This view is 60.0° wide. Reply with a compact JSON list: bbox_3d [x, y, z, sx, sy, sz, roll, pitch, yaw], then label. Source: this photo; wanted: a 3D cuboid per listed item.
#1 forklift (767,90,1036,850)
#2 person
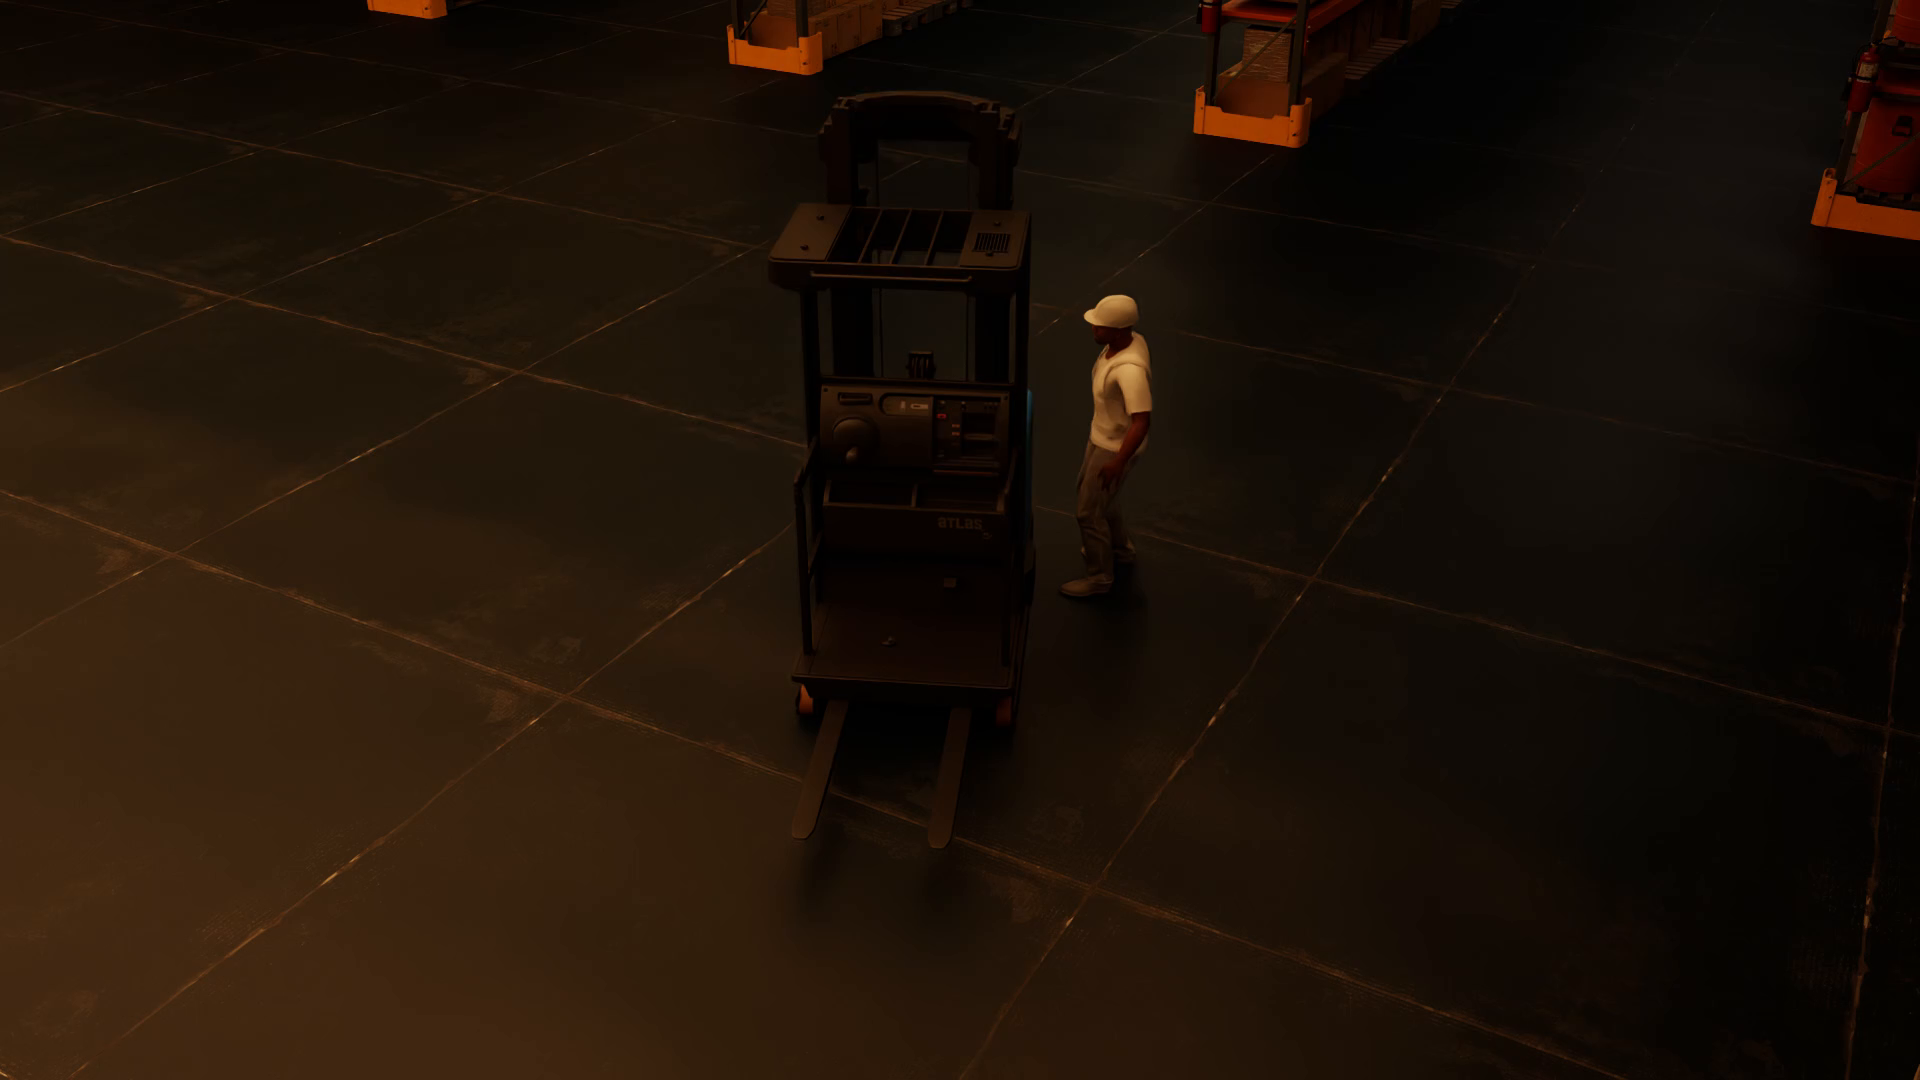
[{"bbox_3d":[-0.241,-0.503,7.943,1.130,2.935,3.031,3,30,5],"label":"forklift"},{"bbox_3d":[0.807,-0.561,9.267,0.476,1.728,0.875,1,30,1],"label":"person"}]
